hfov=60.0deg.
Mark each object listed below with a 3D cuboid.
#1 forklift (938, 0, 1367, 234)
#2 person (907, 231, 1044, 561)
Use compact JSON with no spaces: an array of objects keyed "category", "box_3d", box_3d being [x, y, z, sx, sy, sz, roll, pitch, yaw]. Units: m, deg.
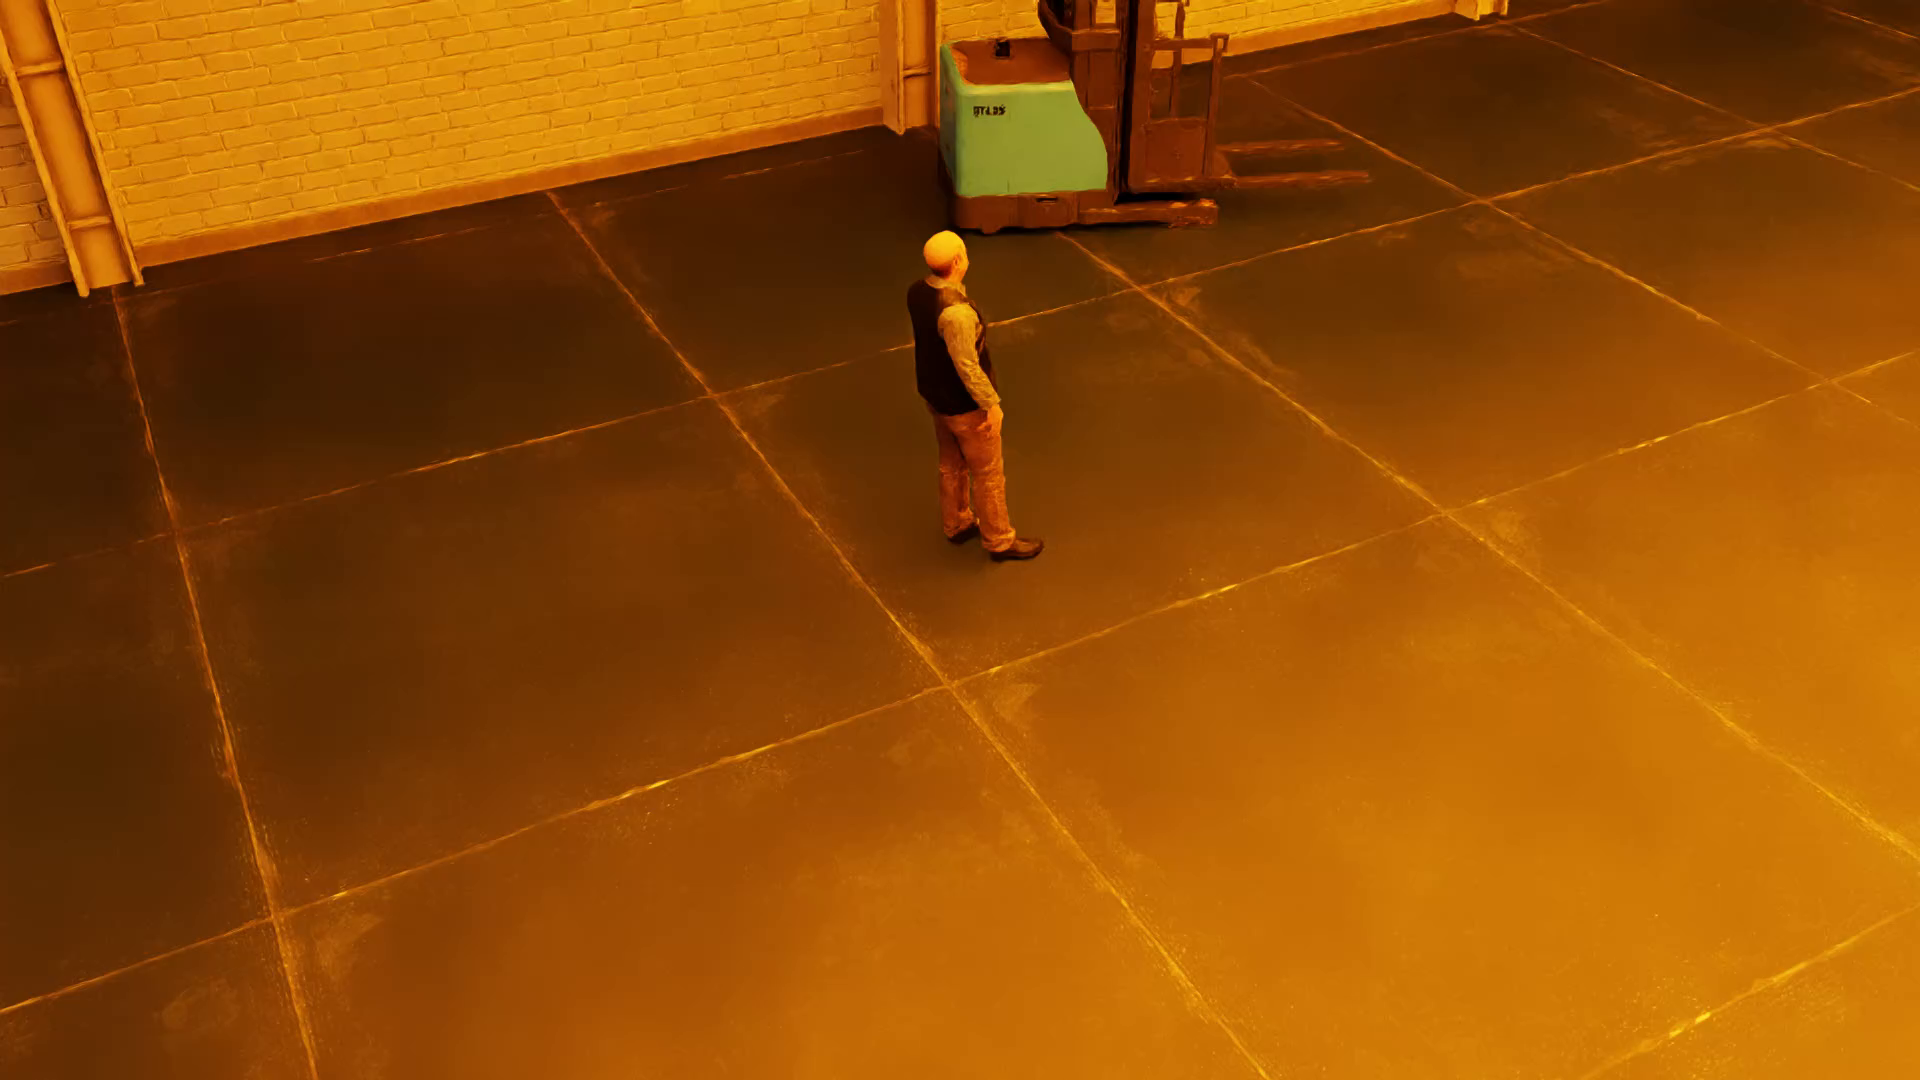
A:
[{"category":"forklift","box_3d":[1.397,-3.722,11.389,3.031,2.935,1.130,-5,36,-7]},{"category":"person","box_3d":[0.059,-0.722,8.179,0.567,1.720,0.632,-17,39,-23]}]
